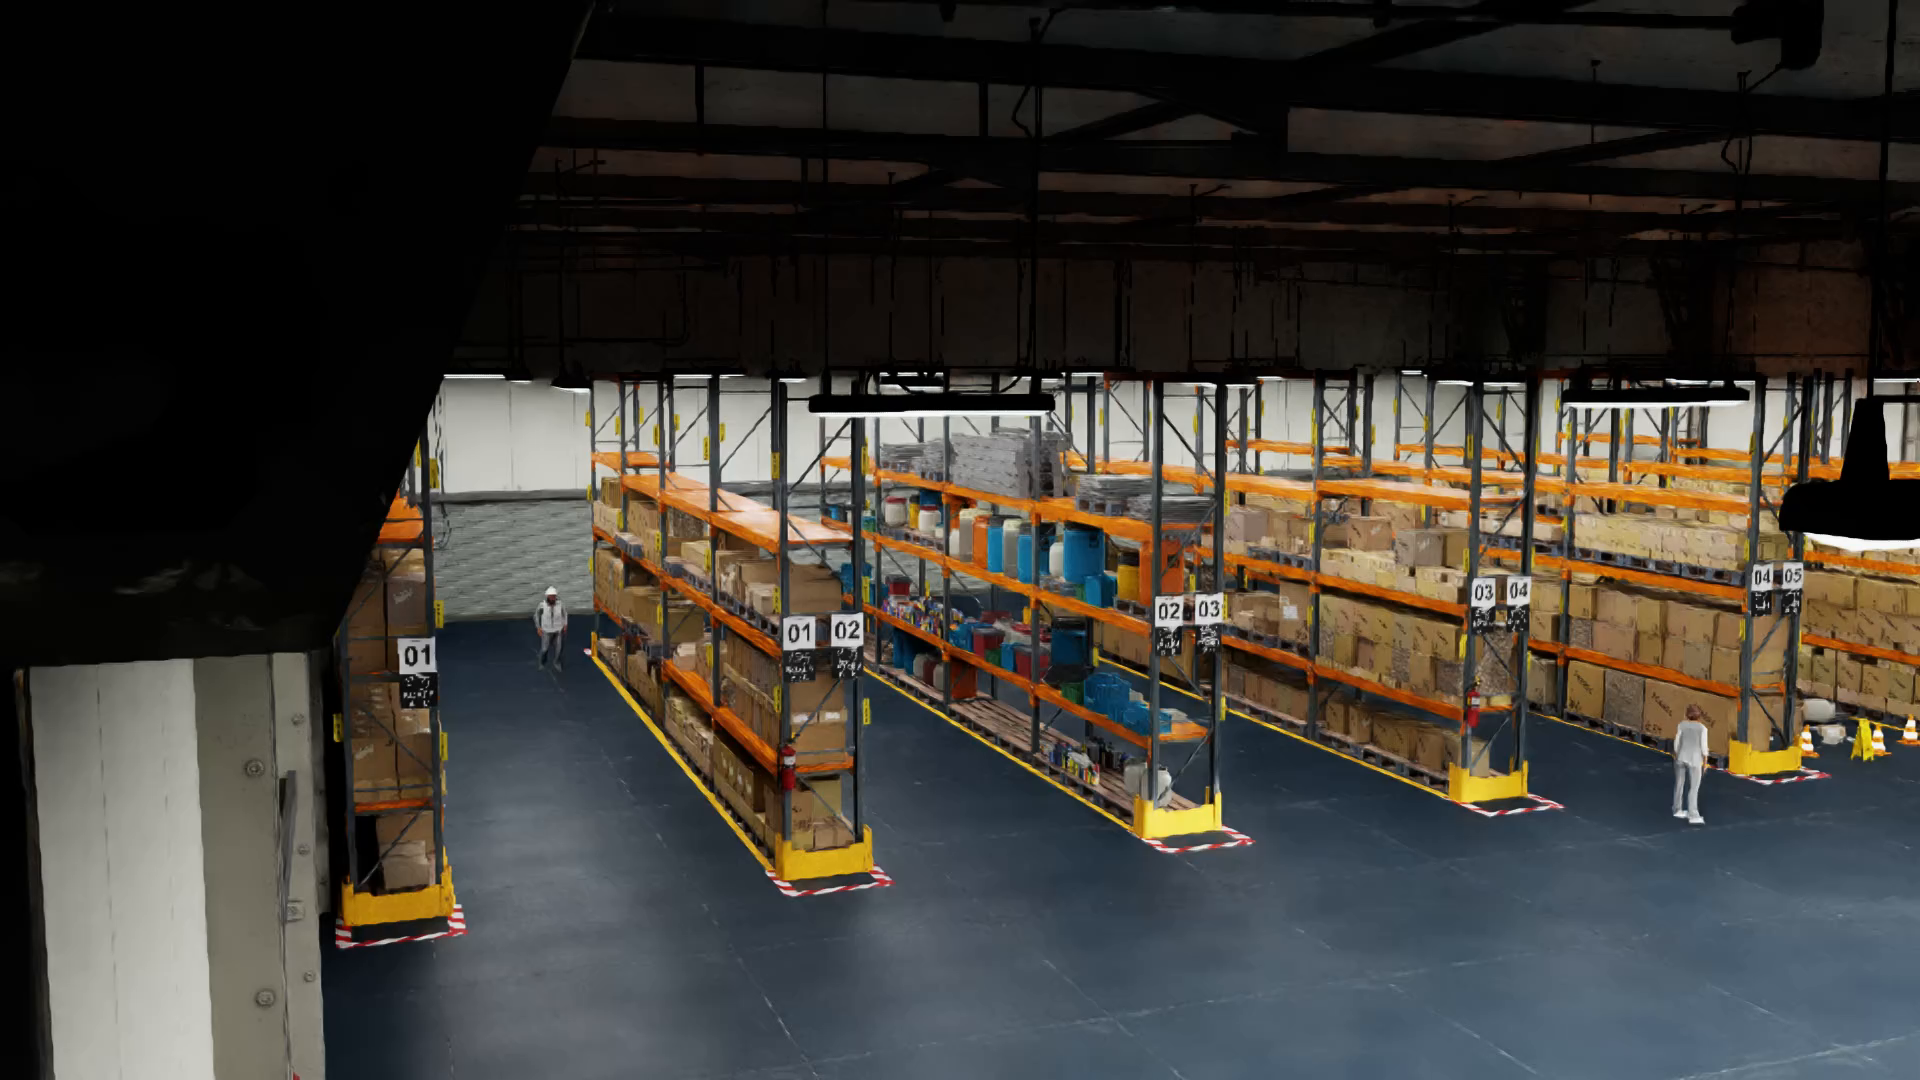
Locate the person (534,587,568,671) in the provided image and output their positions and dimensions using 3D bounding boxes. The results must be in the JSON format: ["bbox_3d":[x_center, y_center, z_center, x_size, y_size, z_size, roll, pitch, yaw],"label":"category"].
[{"bbox_3d":[-8.152,1.779,33.192,0.673,1.726,0.569,-2,7,-20],"label":"person"}]

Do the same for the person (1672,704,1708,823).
[{"bbox_3d":[9.901,3.014,22.550,0.464,1.599,0.409,6,8,41],"label":"person"}]
